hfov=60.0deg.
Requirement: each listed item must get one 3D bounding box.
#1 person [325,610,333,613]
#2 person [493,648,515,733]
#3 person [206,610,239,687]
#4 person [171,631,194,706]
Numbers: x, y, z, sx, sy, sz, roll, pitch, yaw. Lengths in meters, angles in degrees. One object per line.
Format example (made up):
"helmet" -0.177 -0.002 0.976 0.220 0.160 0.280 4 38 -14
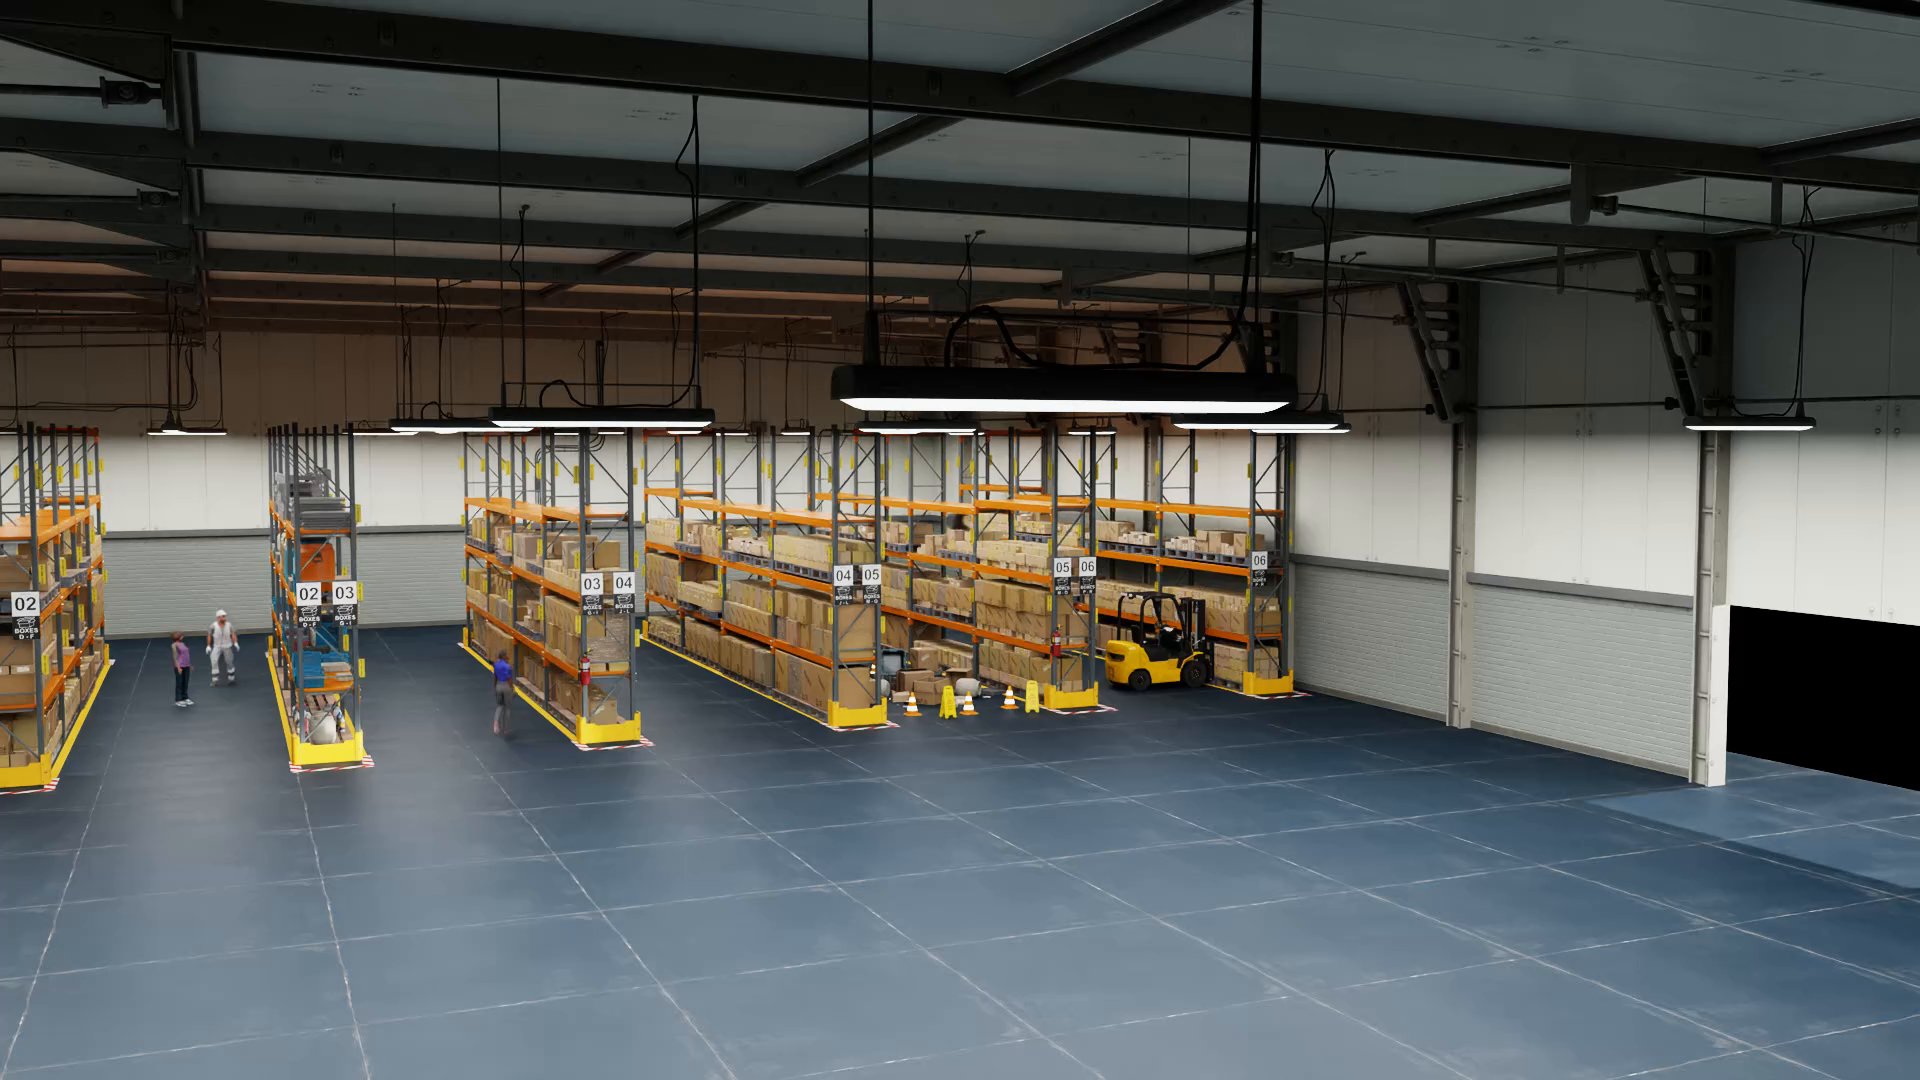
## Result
"person" -17.782 2.069 46.473 0.497 1.615 0.933 -3 5 -40
"person" -8.828 2.918 32.157 0.452 1.650 0.466 1 4 11
"person" -17.008 2.480 38.369 0.742 1.729 0.988 0 4 -5
"person" -16.693 2.756 35.727 0.395 1.595 0.459 1 4 18
